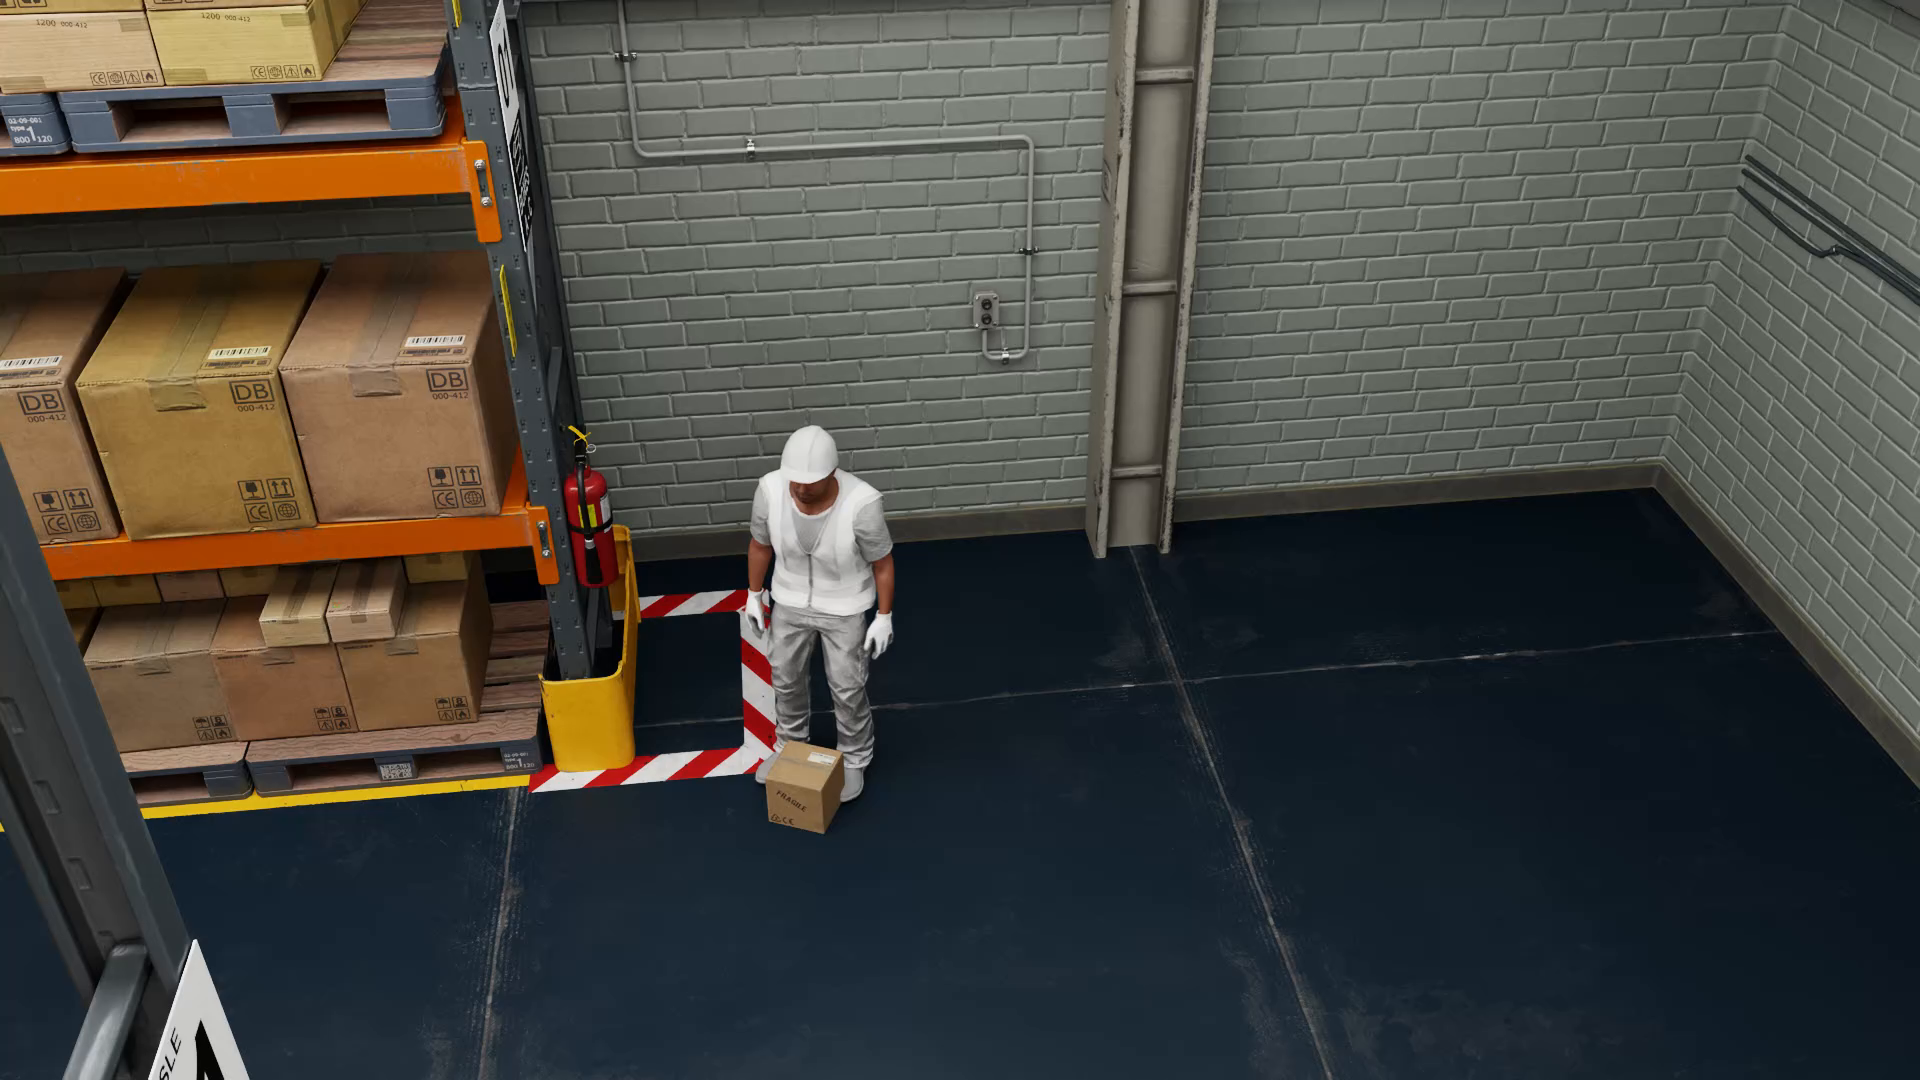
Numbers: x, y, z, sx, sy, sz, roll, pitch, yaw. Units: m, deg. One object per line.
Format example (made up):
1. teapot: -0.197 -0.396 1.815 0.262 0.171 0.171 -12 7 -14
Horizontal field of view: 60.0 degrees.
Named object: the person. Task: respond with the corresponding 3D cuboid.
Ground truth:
1. person: -0.568 0.283 6.723 0.625 1.772 0.452 9 36 13
